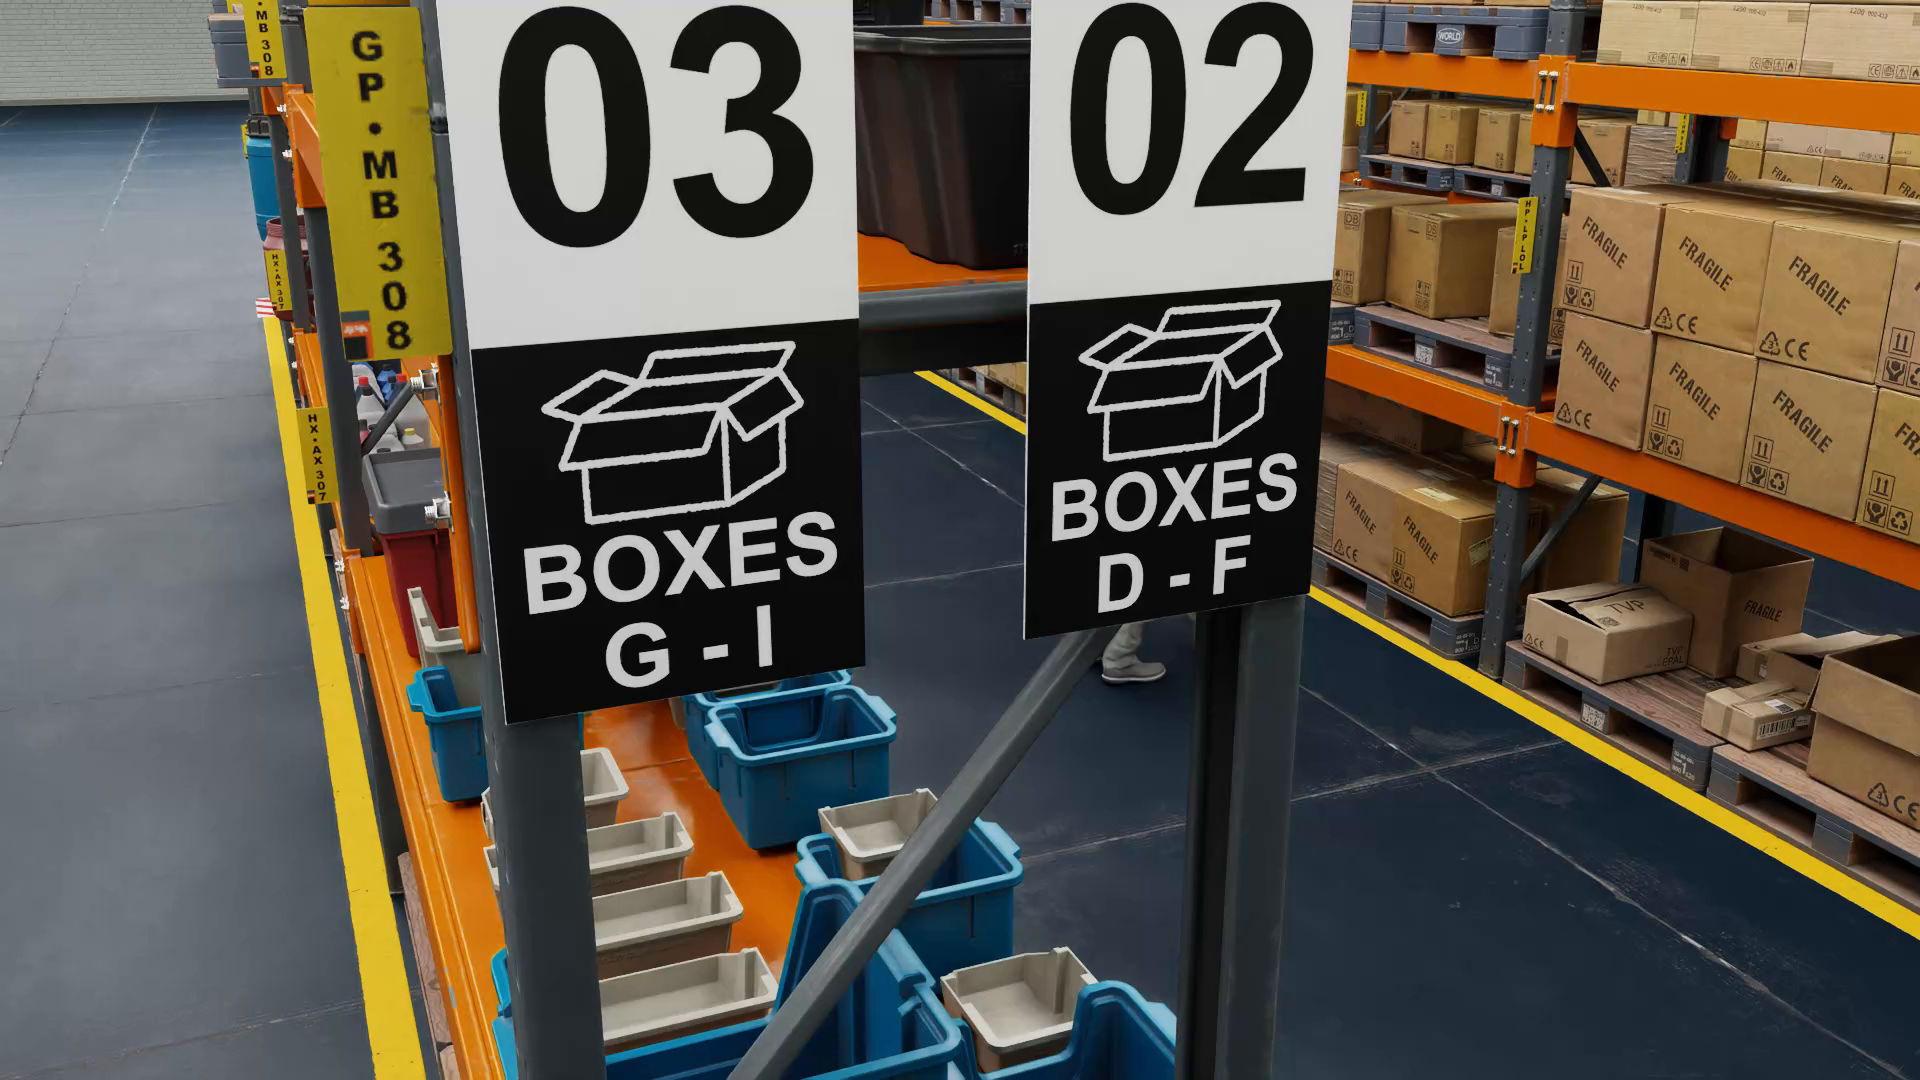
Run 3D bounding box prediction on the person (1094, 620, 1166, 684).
[{"bbox_3d":[0.804,-0.209,7.727,0.604,1.723,0.478,-8,20,-23],"label":"person"}]
